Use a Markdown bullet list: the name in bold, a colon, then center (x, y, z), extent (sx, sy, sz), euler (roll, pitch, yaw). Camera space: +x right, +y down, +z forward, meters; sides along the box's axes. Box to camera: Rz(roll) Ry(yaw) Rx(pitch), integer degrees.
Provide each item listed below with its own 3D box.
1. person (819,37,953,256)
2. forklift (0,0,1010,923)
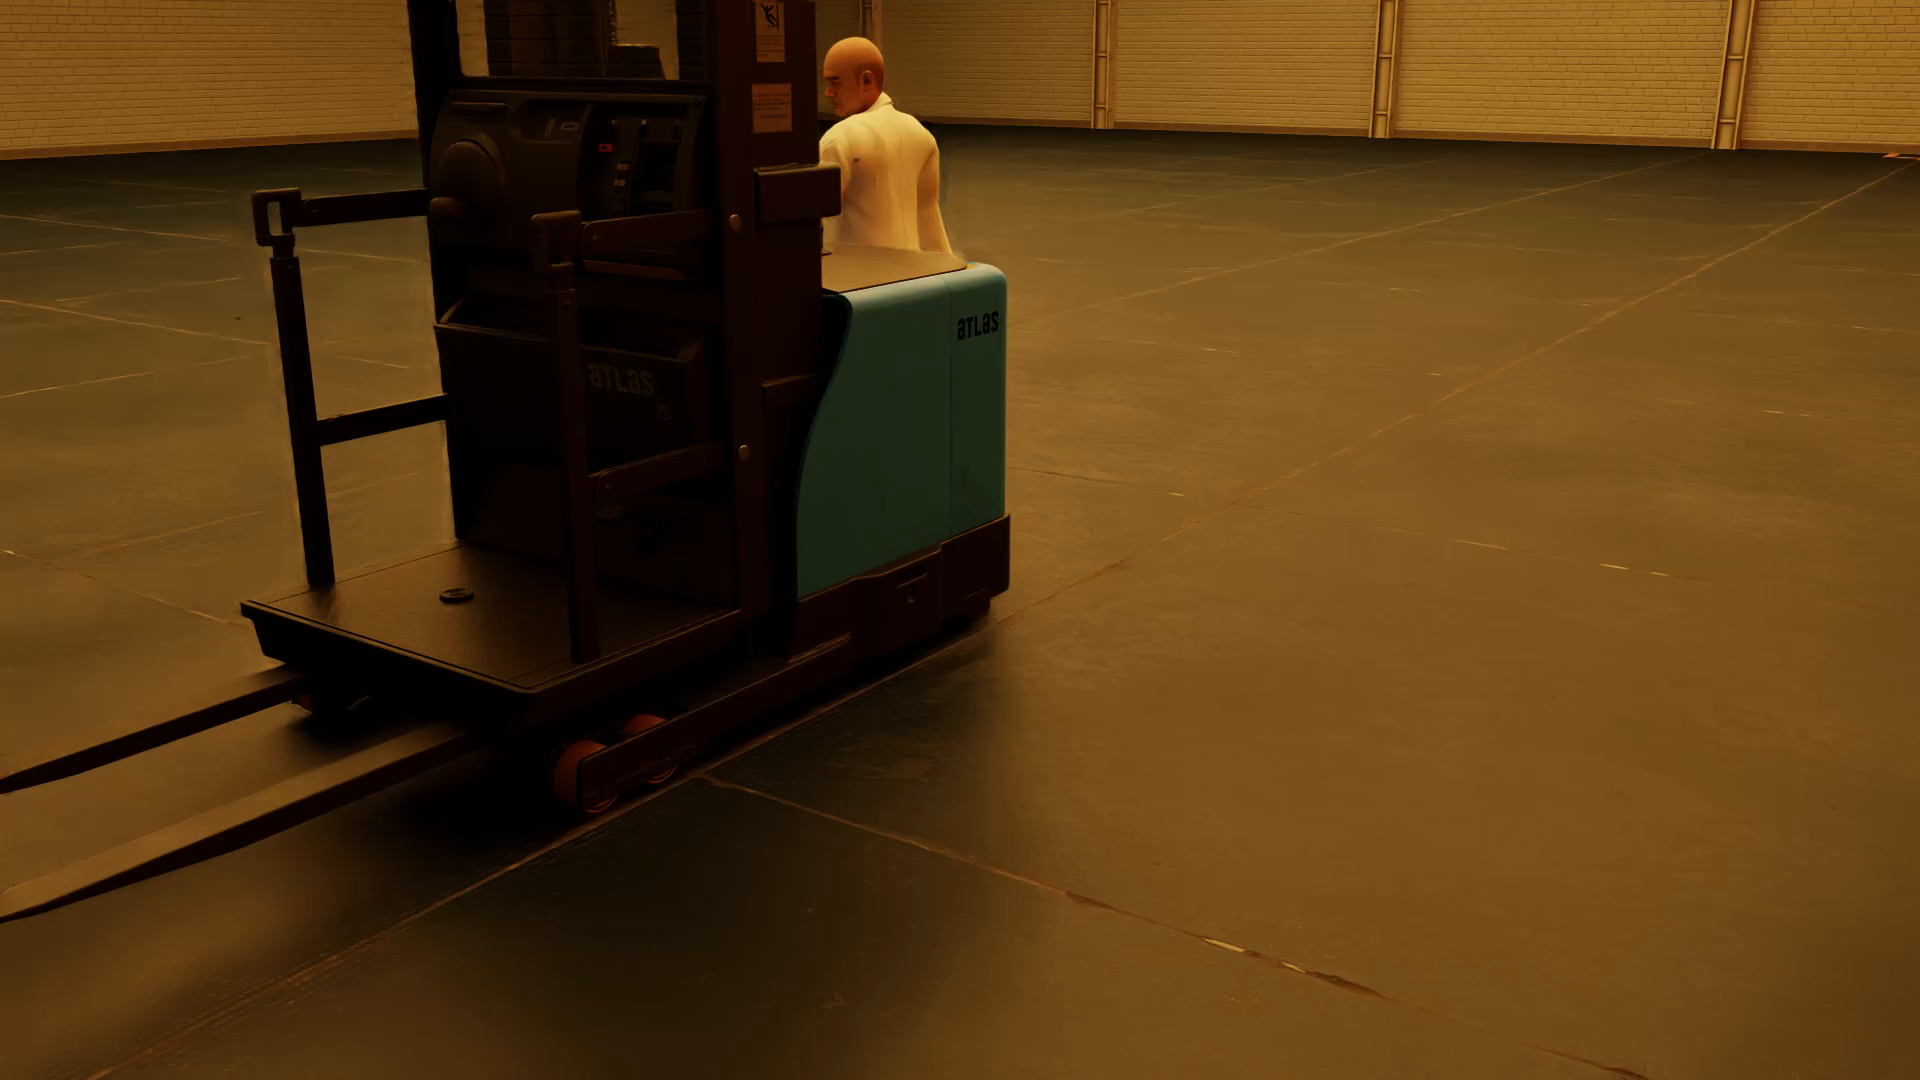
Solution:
- **person**: center (-0.395, -0.892, 5.930), extent (1.002, 1.727, 0.744), euler (8, 18, 25)
- **forklift**: center (-1.102, -0.929, 3.940), extent (1.130, 2.935, 3.031), euler (11, 20, 33)
